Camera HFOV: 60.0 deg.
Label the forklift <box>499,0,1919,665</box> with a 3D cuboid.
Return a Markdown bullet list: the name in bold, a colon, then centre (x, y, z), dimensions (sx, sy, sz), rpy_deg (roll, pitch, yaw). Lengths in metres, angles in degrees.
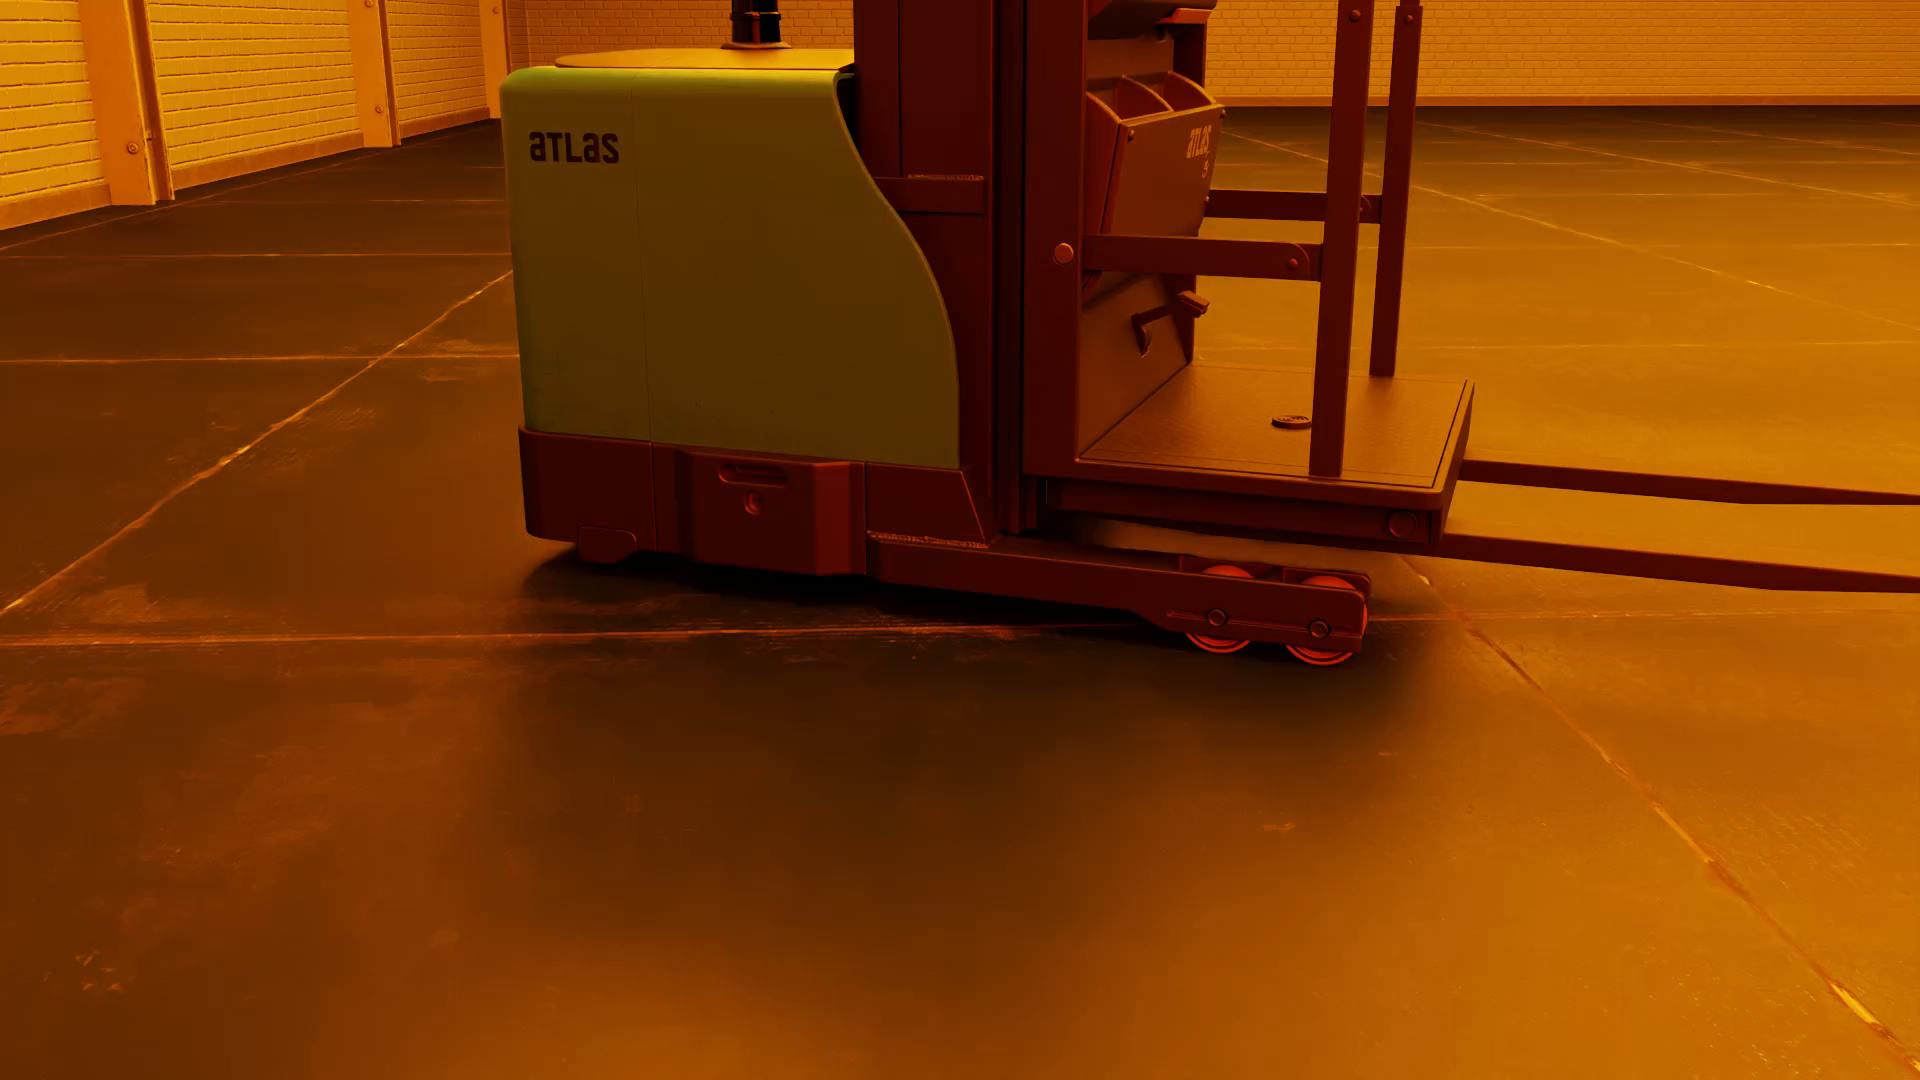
- **forklift**: centre (0.592, -1.340, 3.288), dimensions (3.031, 2.935, 1.130), rpy_deg (6, 18, 19)
